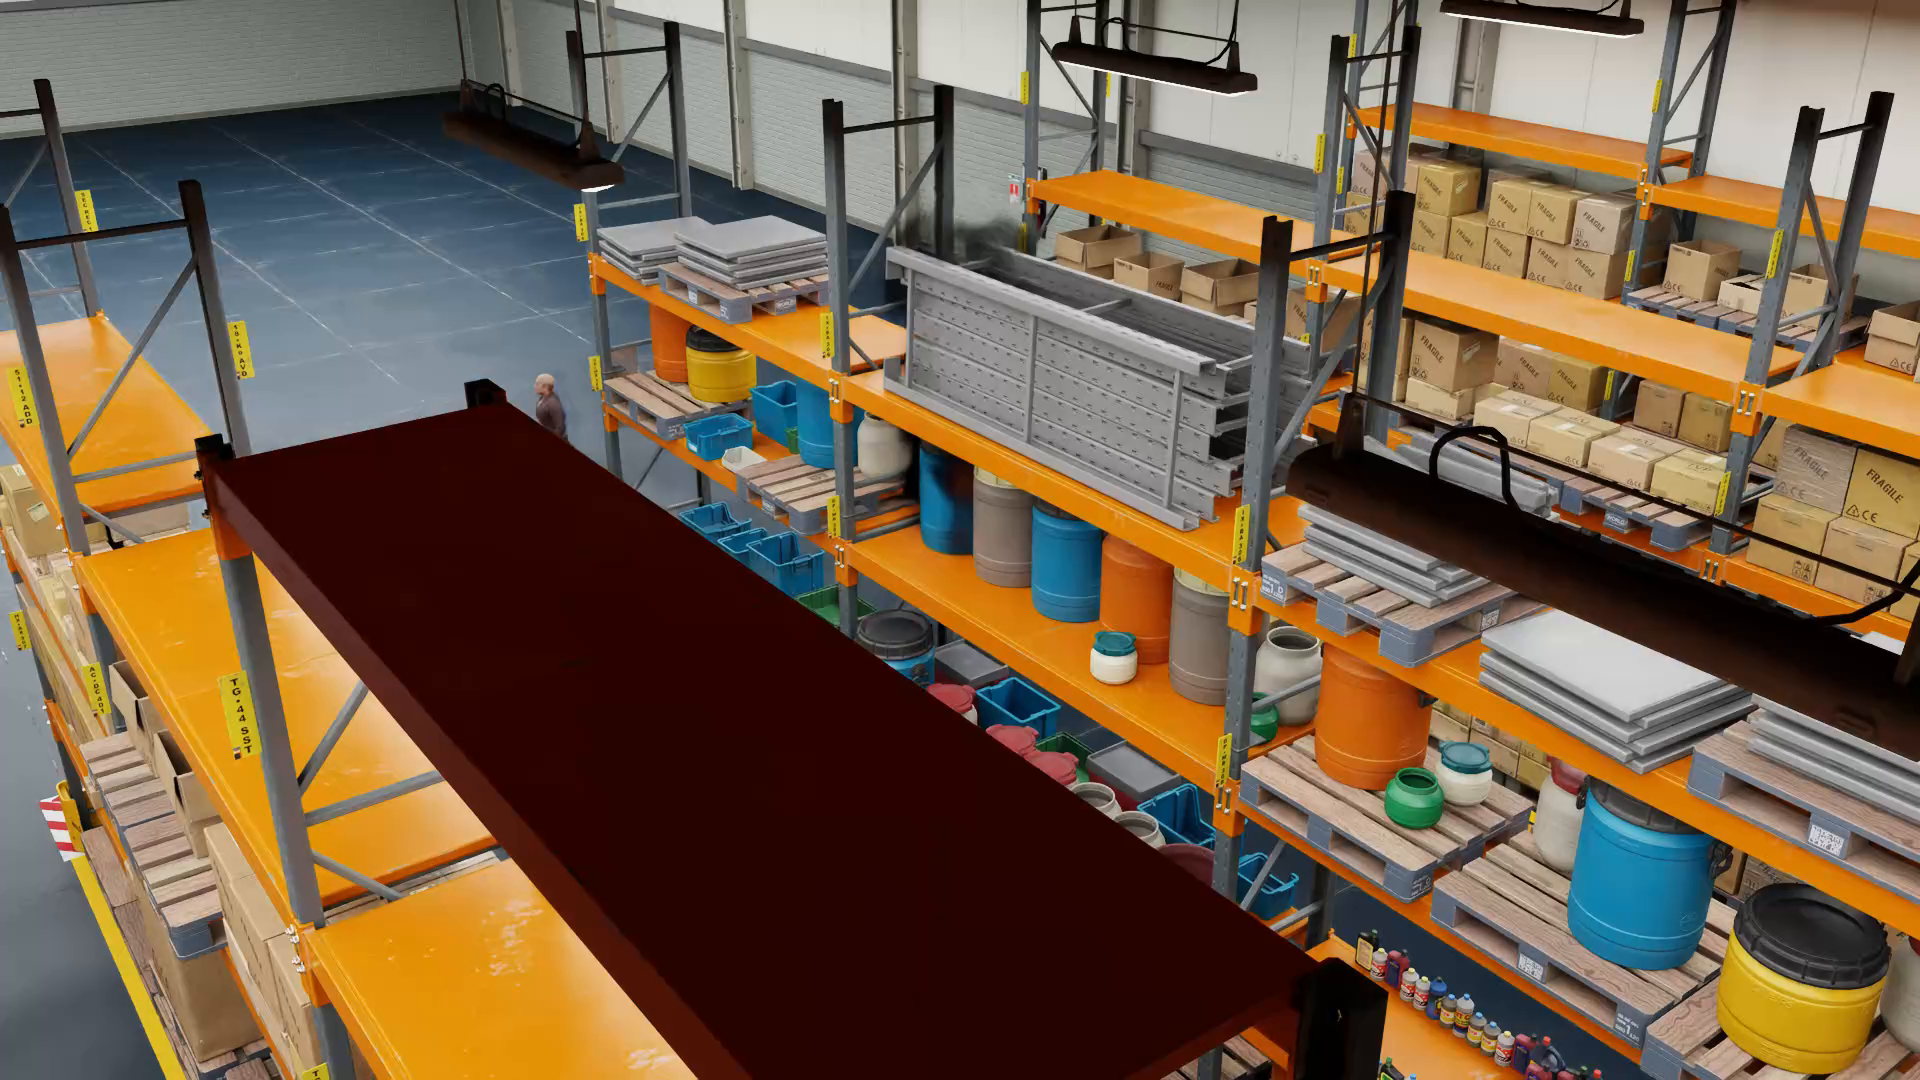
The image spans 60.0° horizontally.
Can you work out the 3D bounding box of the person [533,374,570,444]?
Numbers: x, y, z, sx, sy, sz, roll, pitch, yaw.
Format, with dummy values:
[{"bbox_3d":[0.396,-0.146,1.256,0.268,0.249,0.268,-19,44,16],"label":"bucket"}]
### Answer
[{"bbox_3d":[-4.675,-1.117,19.365,0.598,1.730,0.697,-7,26,-16],"label":"person"}]
